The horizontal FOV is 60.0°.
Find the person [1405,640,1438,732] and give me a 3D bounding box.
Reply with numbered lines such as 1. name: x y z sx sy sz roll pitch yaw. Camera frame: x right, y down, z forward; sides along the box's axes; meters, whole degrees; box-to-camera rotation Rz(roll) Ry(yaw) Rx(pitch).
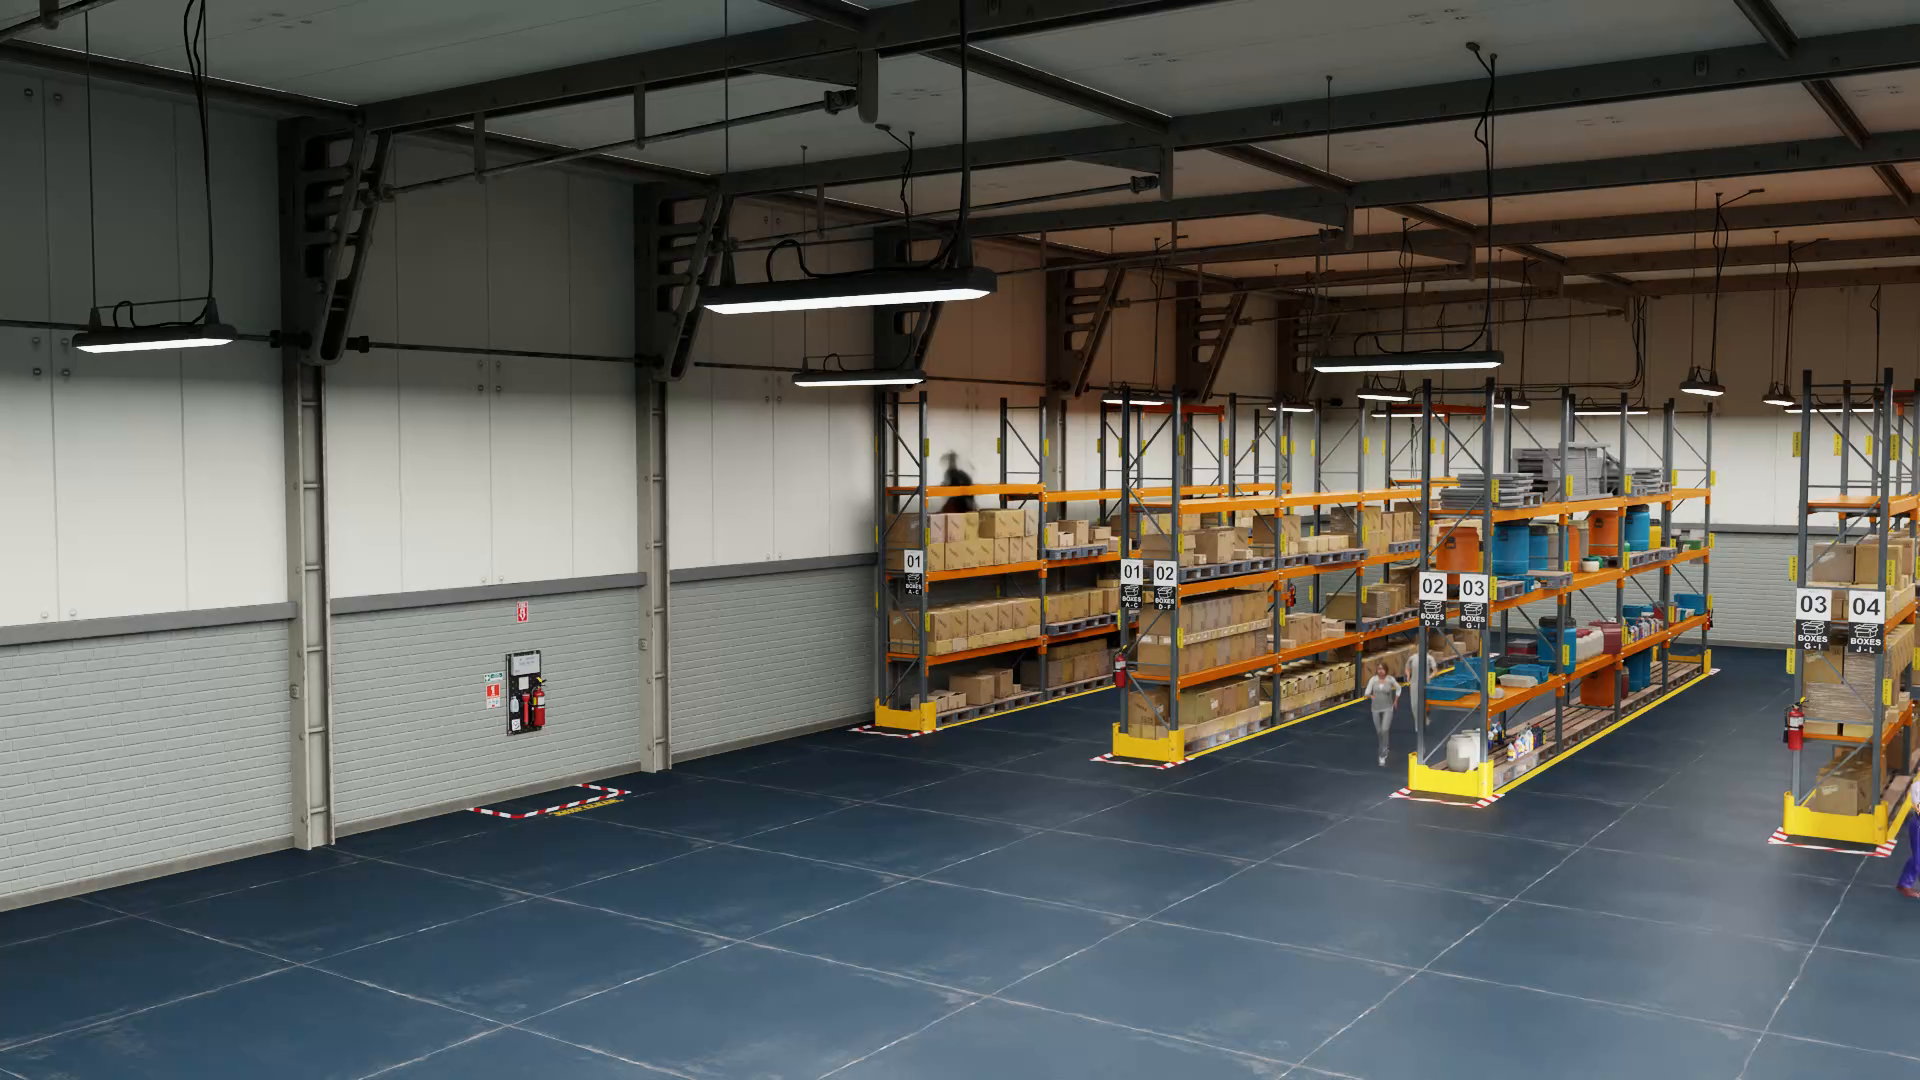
1. person: 8.110 2.562 29.301 0.561 1.619 0.591 2 4 27

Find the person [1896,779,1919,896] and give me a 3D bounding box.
1. person: 10.748 3.174 18.337 0.625 1.602 0.753 -1 3 -13

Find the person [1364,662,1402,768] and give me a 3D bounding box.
1. person: 6.671 2.733 26.290 0.528 1.633 0.750 2 4 29
